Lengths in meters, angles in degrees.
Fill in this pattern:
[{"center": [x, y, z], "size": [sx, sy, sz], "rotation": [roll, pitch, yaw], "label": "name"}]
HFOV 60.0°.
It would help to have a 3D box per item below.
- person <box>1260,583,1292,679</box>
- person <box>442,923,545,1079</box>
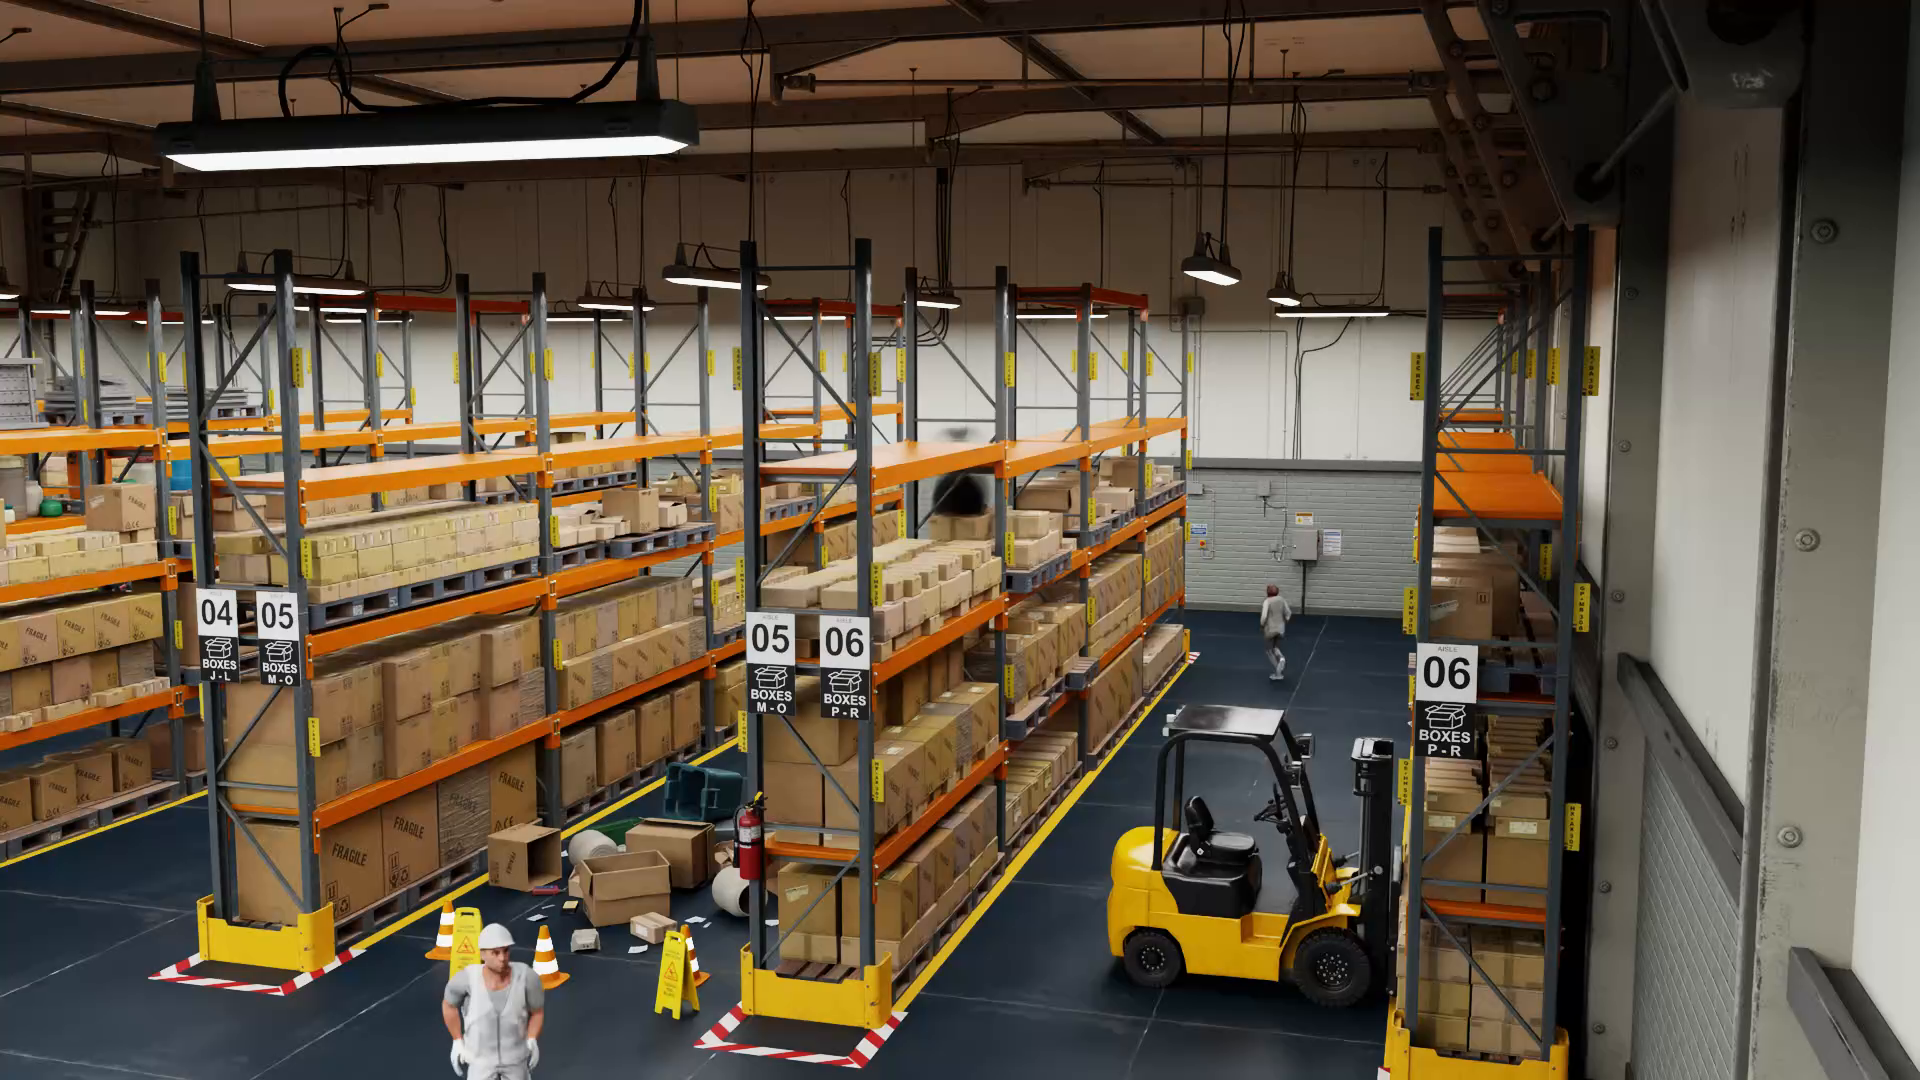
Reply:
[{"center": [5.030, 1.455, 26.439], "size": [0.548, 1.531, 0.512], "rotation": [-2, 7, -18], "label": "person"}, {"center": [-2.806, 3.193, 10.086], "size": [0.586, 1.825, 0.782], "rotation": [-3, 7, -23], "label": "person"}]
